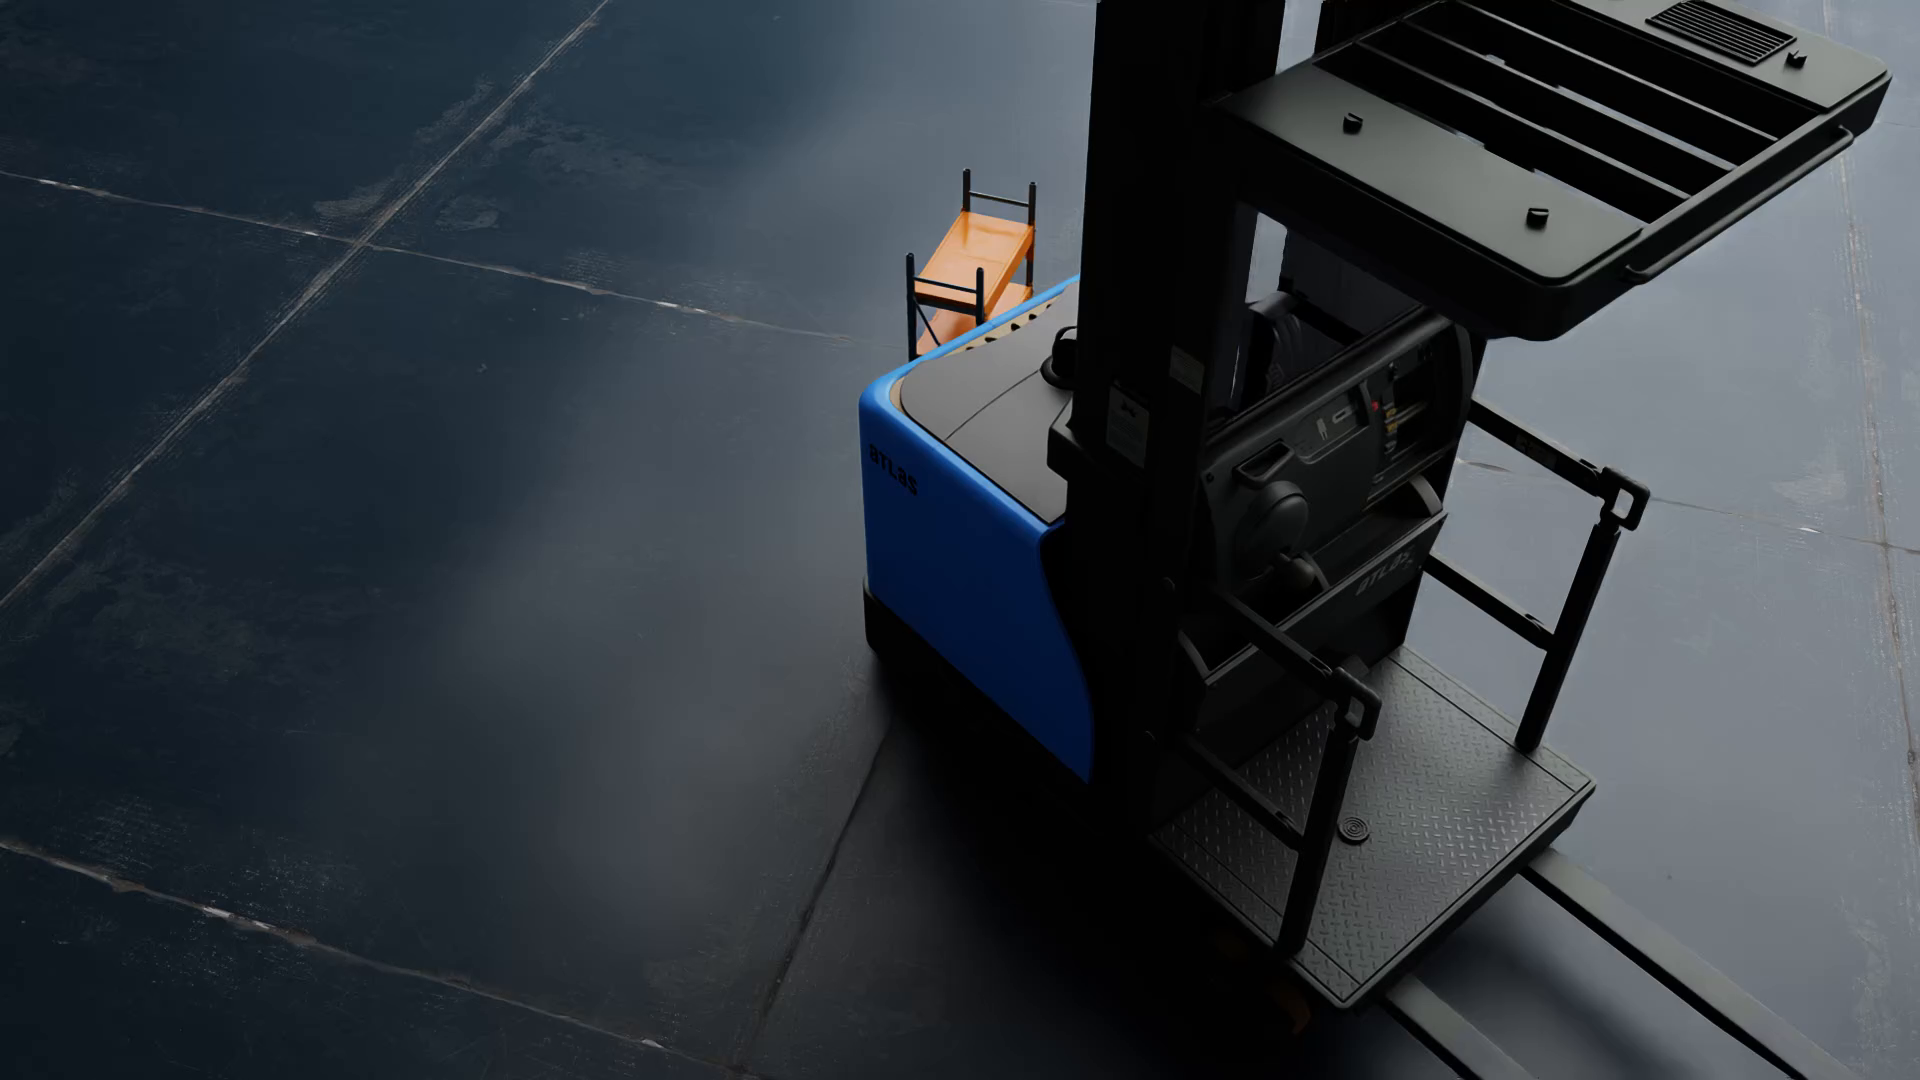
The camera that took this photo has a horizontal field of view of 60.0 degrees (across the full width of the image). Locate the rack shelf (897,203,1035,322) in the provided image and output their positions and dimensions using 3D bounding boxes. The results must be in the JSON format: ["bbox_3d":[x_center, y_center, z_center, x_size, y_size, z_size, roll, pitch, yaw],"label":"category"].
[{"bbox_3d":[0.023,-0.839,5.188,0.258,0.148,0.480,17,47,17],"label":"rack shelf"}]

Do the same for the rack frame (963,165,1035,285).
[{"bbox_3d":[0.121,-0.714,5.622,0.240,1.200,0.015,17,47,17],"label":"rack frame"}]

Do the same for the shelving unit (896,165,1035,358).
[{"bbox_3d":[0.023,-0.558,5.463,0.258,1.200,0.503,17,47,17],"label":"shelving unit"}]

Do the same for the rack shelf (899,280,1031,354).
[{"bbox_3d":[0.023,-0.670,5.353,0.258,0.148,0.480,17,47,17],"label":"rack shelf"}]

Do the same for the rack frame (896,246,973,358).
[{"bbox_3d":[-0.075,-0.402,5.303,0.240,1.200,0.015,17,47,17],"label":"rack frame"}]

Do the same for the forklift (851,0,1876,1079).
[{"bbox_3d":[1.016,-0.155,3.813,1.130,2.935,3.031,-31,52,-28],"label":"forklift"}]
